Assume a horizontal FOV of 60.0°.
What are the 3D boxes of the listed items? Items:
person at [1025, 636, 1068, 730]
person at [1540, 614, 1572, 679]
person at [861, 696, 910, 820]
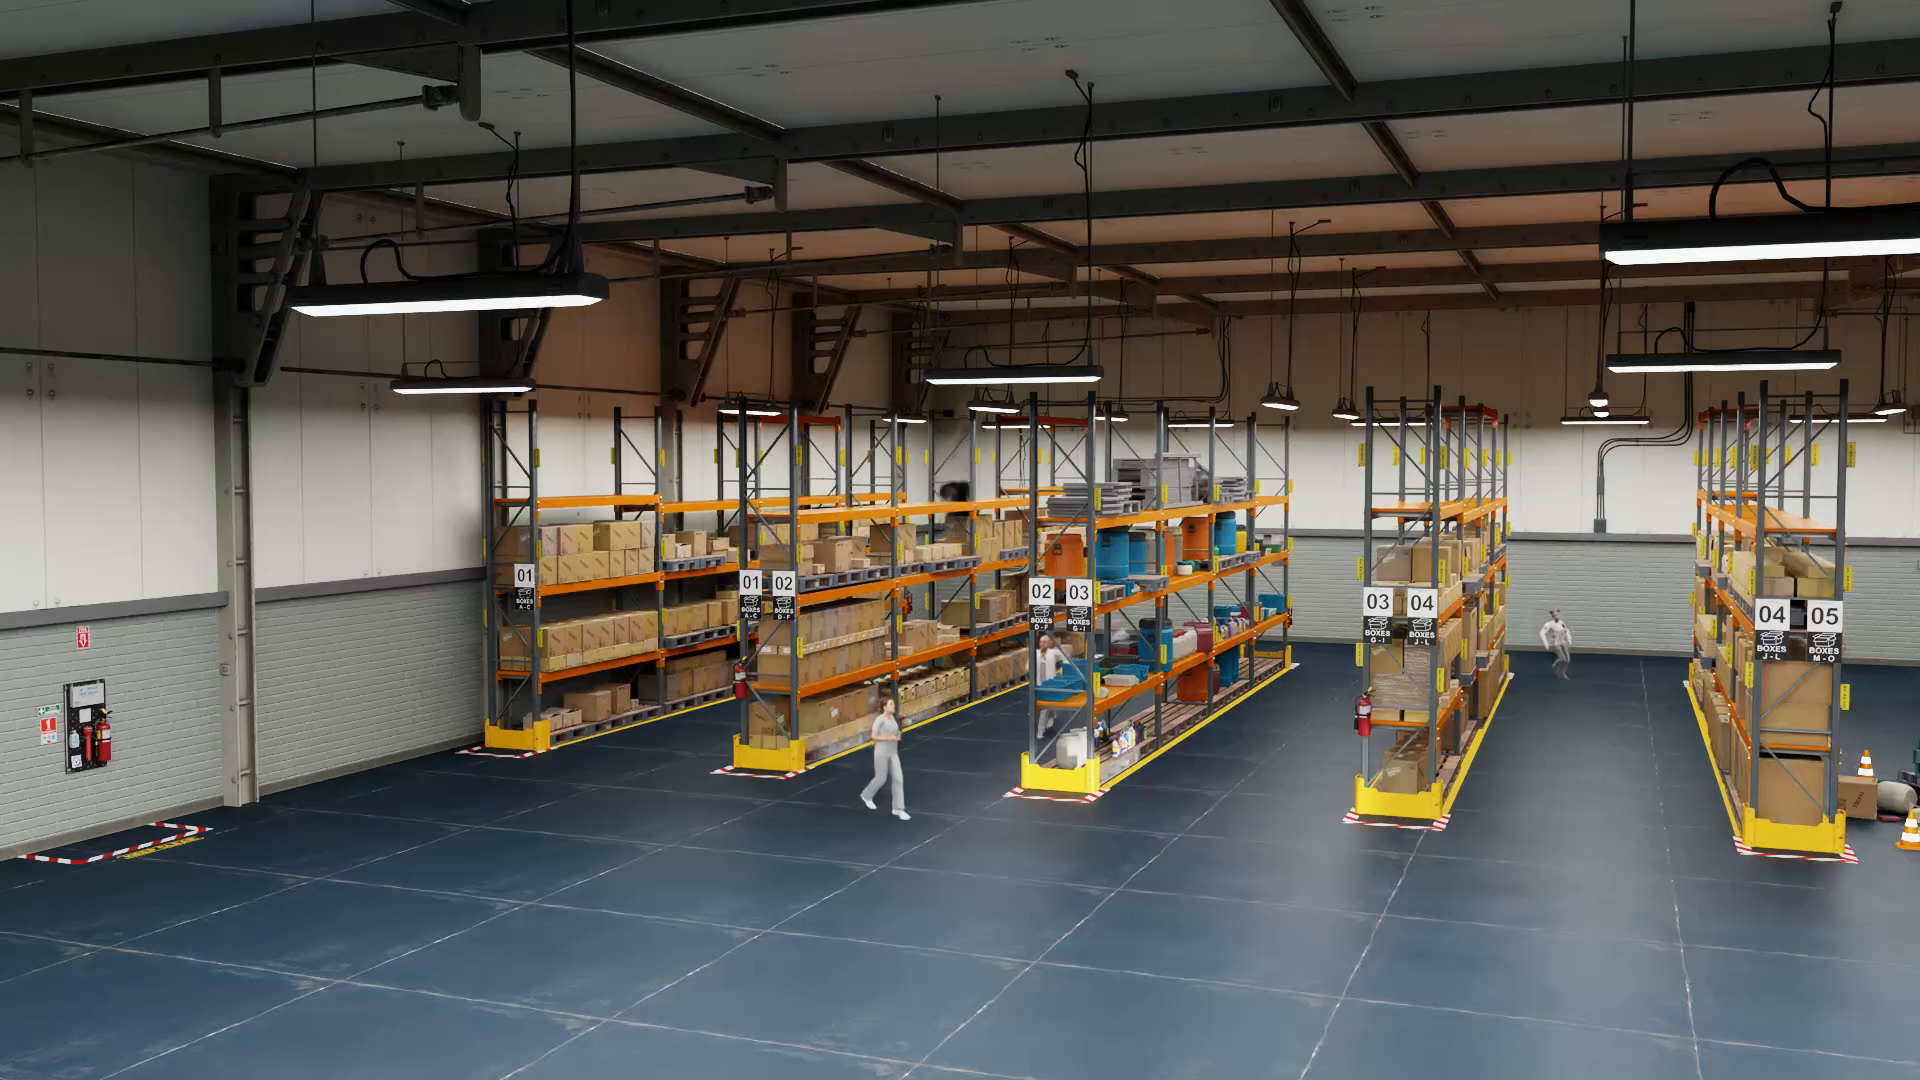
[{"bbox_3d":[-5.844,3.292,16.563,6.080,1.797,31.413,1,3,21],"label":"person"},{"bbox_3d":[13.534,2.388,37.685,0.702,1.586,0.502,-1,3,-18],"label":"person"},{"bbox_3d":[-1.067,3.018,23.203,0.898,1.690,0.554,2,4,39],"label":"person"}]
